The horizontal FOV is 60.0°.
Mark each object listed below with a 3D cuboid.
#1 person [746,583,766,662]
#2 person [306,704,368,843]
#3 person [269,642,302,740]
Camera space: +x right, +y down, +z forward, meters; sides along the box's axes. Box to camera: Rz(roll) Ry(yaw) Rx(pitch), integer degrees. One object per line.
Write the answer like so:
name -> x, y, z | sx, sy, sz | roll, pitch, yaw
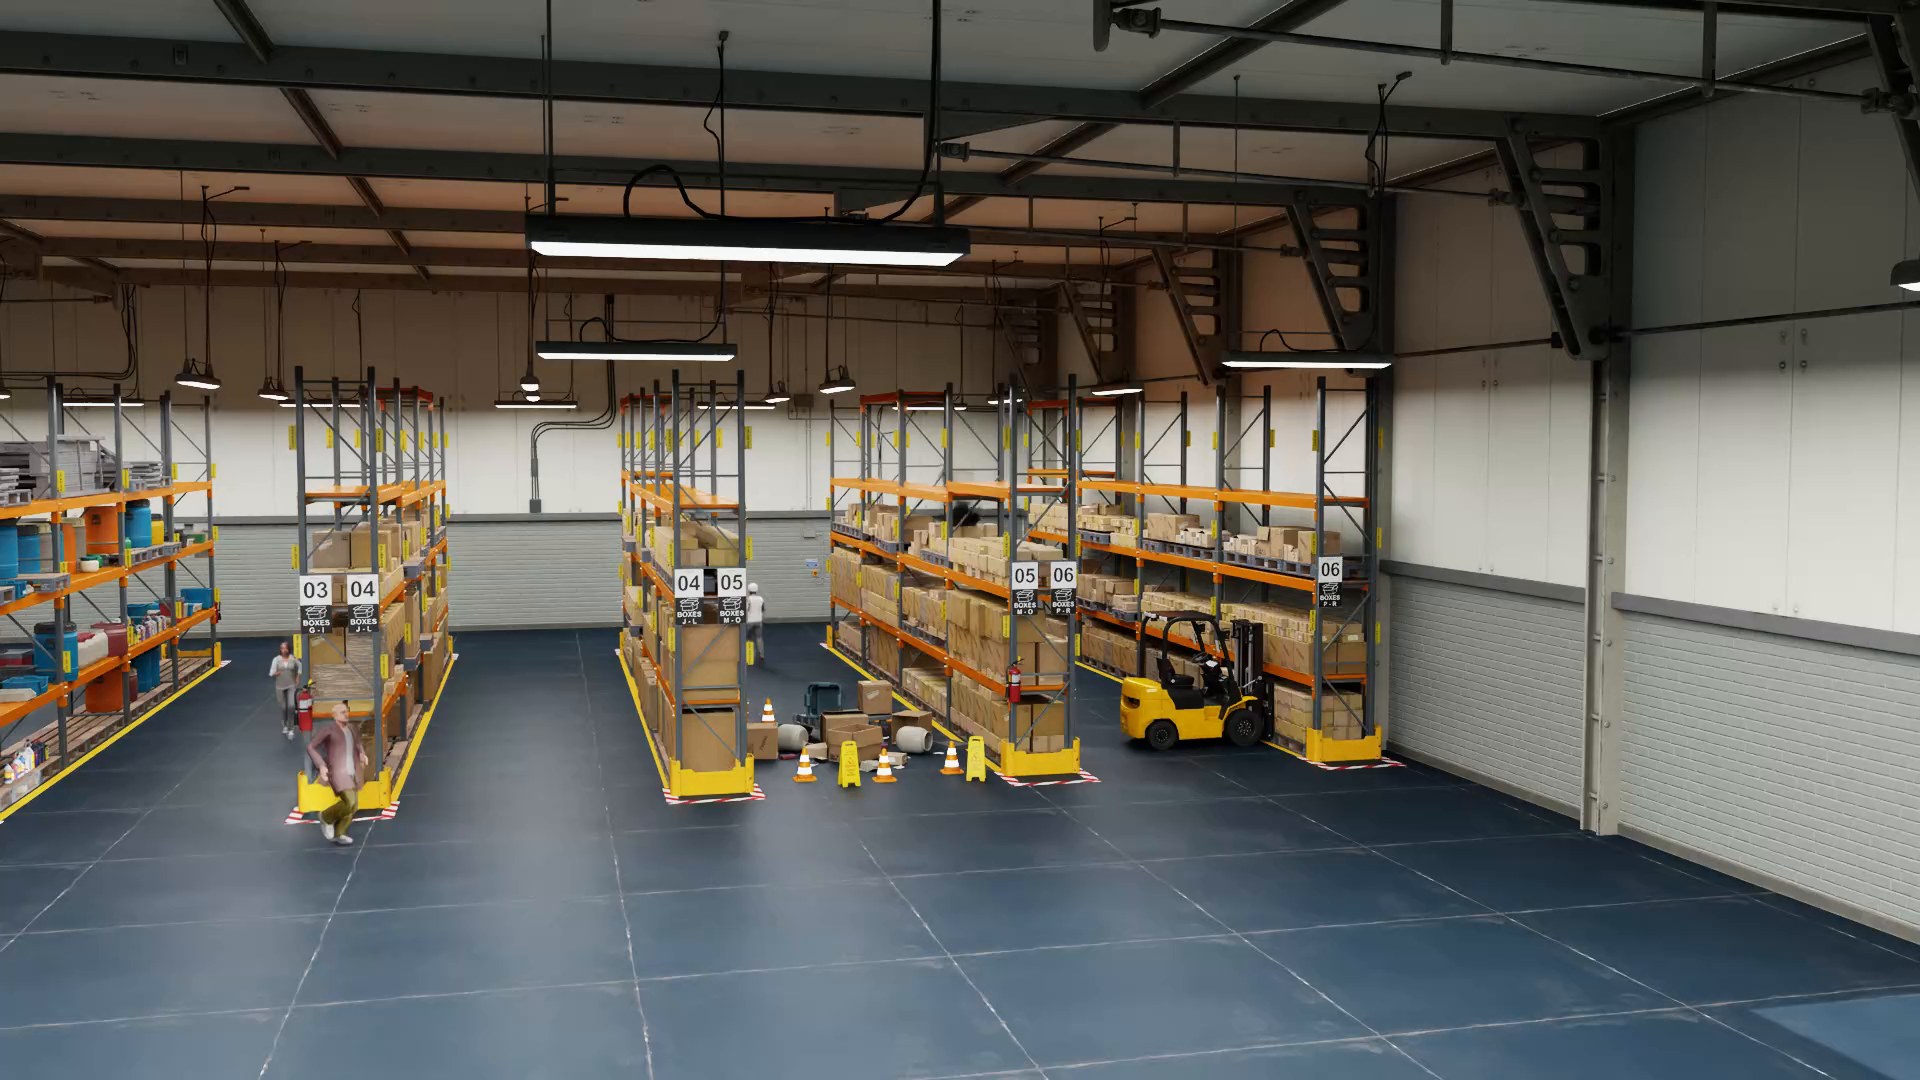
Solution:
person -> -4.623, 1.883, 37.260 | 0.658, 1.828, 0.813 | -2, 4, -26
person -> -7.627, 2.910, 20.617 | 0.626, 1.727, 0.707 | 2, 4, 25
person -> -11.340, 2.527, 27.992 | 0.516, 1.636, 0.685 | -1, 4, -18
